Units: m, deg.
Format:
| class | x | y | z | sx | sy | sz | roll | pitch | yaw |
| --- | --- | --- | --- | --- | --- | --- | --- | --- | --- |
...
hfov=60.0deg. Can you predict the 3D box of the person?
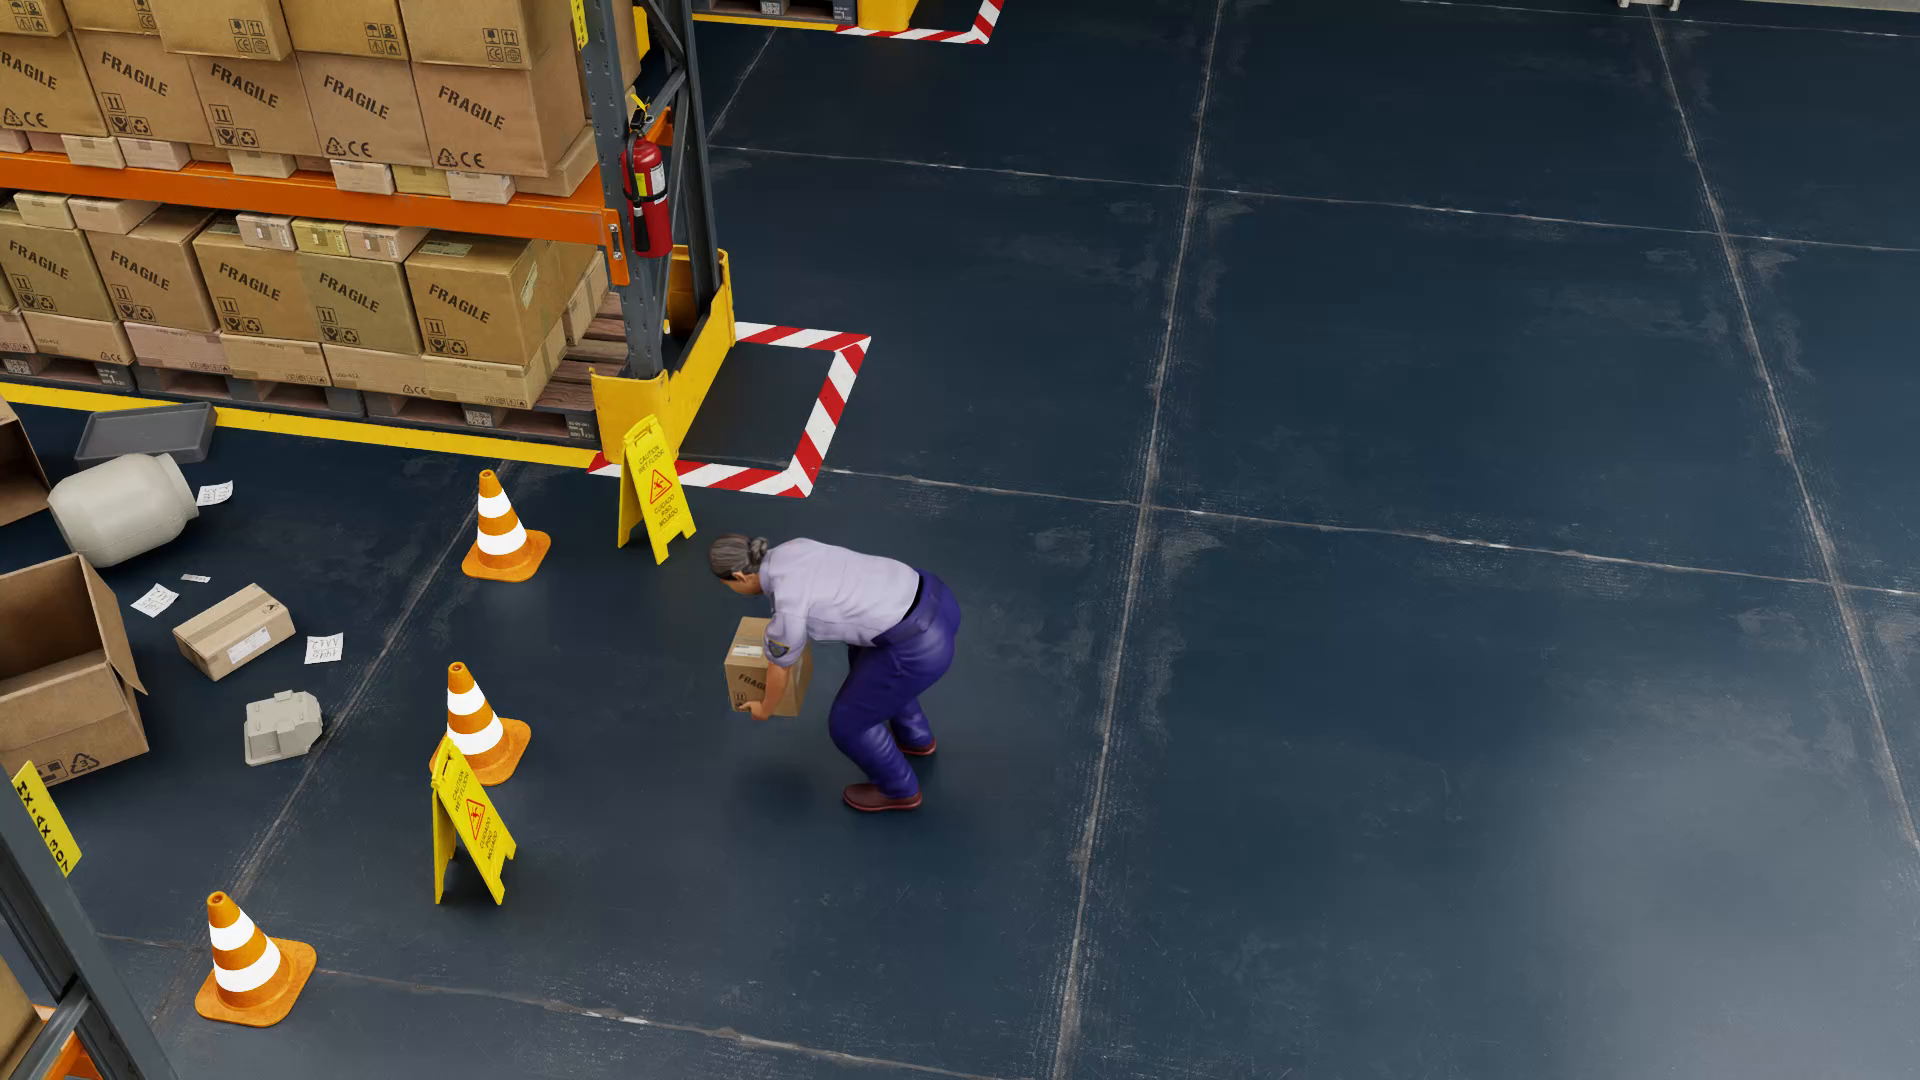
| class | x | y | z | sx | sy | sz | roll | pitch | yaw |
| --- | --- | --- | --- | --- | --- | --- | --- | --- | --- |
| person | -0.440 | 0.453 | 6.042 | 0.874 | 1.133 | 0.493 | 5 | 41 | 6 |
